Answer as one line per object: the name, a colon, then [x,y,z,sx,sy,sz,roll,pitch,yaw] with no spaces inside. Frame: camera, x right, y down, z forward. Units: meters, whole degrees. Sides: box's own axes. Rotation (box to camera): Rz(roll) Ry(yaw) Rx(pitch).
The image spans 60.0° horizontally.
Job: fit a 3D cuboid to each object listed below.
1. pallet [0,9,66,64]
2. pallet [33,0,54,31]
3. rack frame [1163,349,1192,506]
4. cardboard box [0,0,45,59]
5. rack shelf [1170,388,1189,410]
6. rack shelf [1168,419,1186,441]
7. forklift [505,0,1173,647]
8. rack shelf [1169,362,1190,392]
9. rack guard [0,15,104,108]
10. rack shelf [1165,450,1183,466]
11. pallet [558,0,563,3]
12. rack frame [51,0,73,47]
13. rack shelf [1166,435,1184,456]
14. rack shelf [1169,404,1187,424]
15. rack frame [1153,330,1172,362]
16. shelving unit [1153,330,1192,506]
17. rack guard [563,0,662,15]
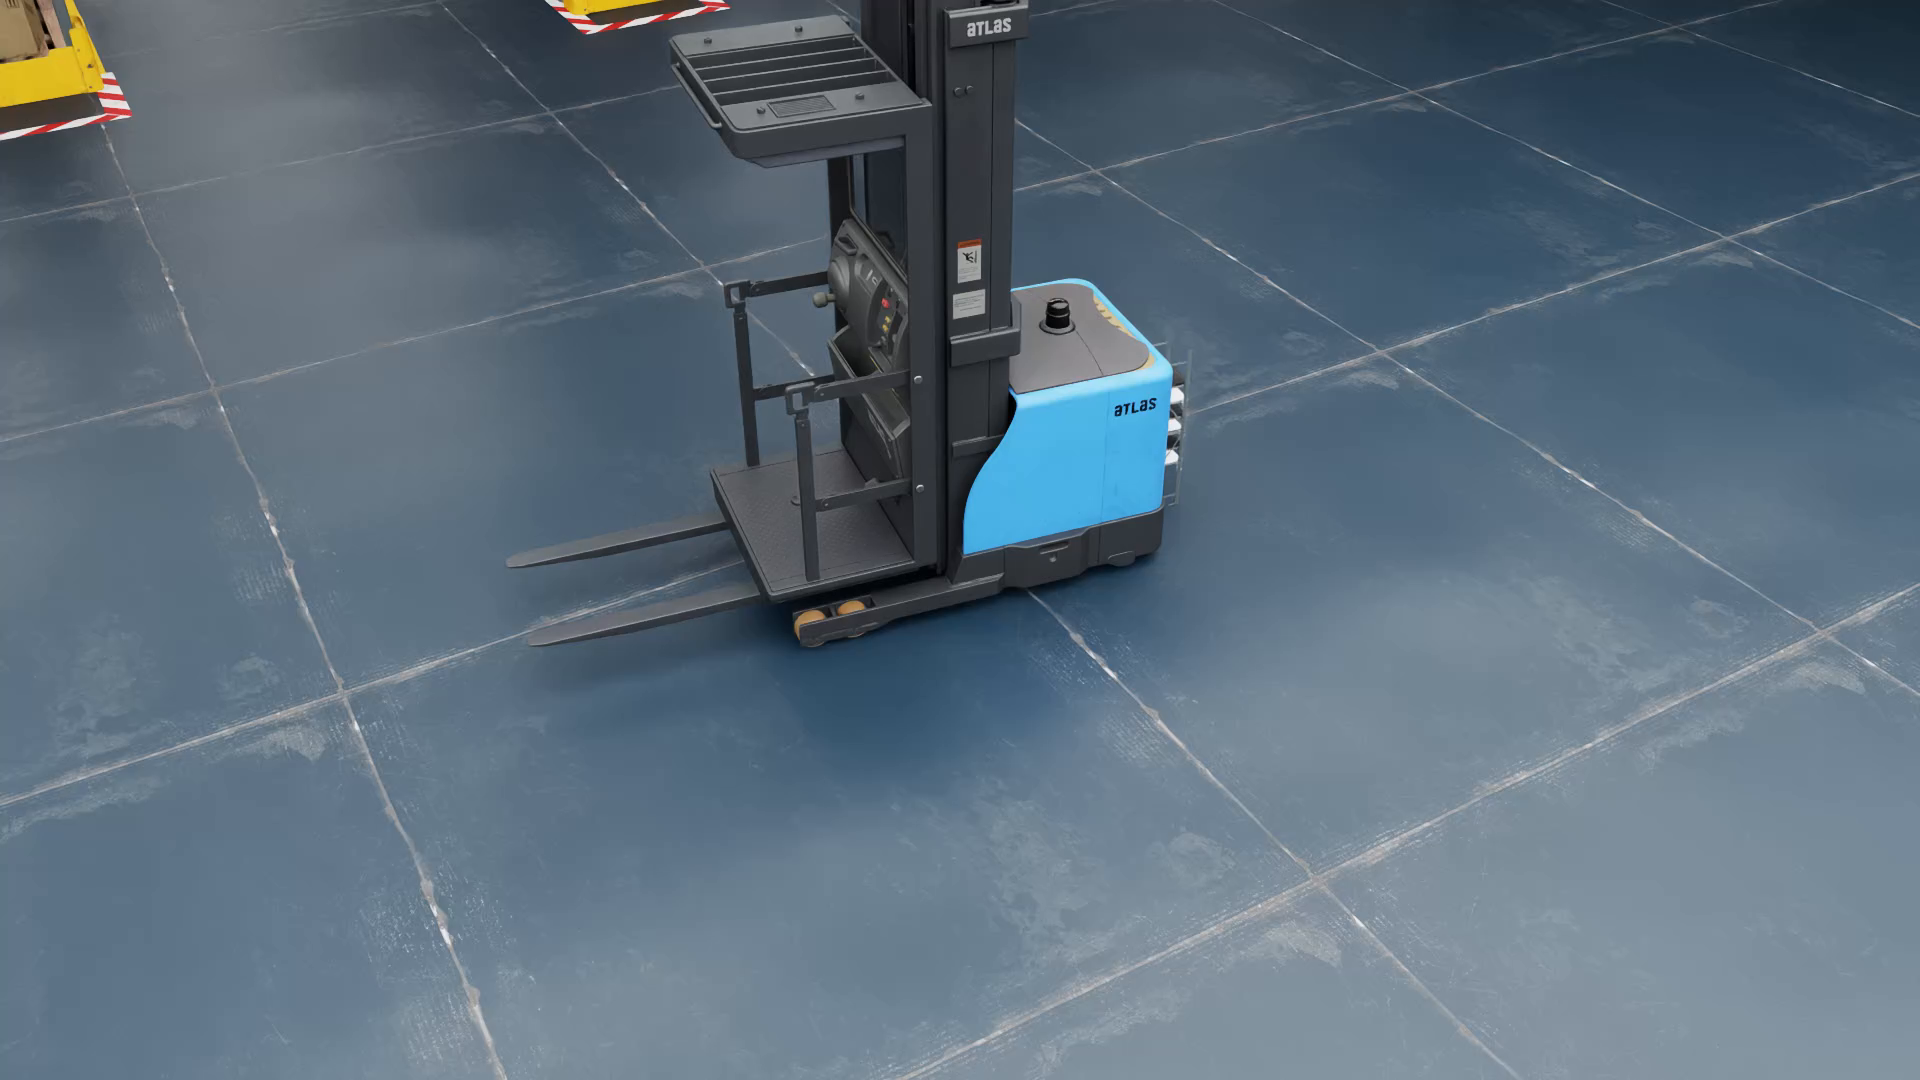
pallet: [-7.706,-3.972,13.510,1.003,0.211,1.213,-19,40,-24]
pallet: [-8.315,-4.594,14.361,1.003,0.211,1.213,-19,40,-24]
rack frame: [1.002,-0.523,8.203,0.240,0.900,0.006,-14,38,-18]
cardboard box: [-7.590,-4.118,13.109,0.500,0.500,0.500,-12,38,-16]
rack shelf: [0.964,-0.697,8.193,0.258,0.077,0.200,-14,38,-18]
rack shelf: [0.964,-0.552,8.299,0.258,0.077,0.200,-14,38,-18]
forklift: [-0.588,-1.049,7.202,3.031,2.935,1.130,-13,38,-17]
rack shelf: [0.964,-0.770,8.140,0.258,0.077,0.200,-14,38,-18]
rack guard: [-7.329,-3.664,12.843,1.175,0.500,0.348,-19,40,-24]
rack shelf: [0.964,-0.406,8.405,0.258,0.077,0.200,-14,38,-18]
pallet: [-3.421,-5.311,15.343,1.003,0.211,1.213,-19,40,-24]
rack frame: [-7.291,-4.635,12.053,1.000,3.000,0.127,-19,40,-24]
rack shelf: [0.964,-0.479,8.352,0.258,0.077,0.200,-14,38,-18]
rack shelf: [0.964,-0.624,8.246,0.258,0.077,0.200,-14,38,-18]
rack frame: [0.925,-0.634,8.355,0.240,0.900,0.006,-14,38,-18]
shelving unit: [0.964,-0.579,8.279,0.258,0.900,0.210,-14,38,-18]
rack guard: [-2.939,-5.031,14.715,1.175,0.500,0.348,-19,40,-24]
